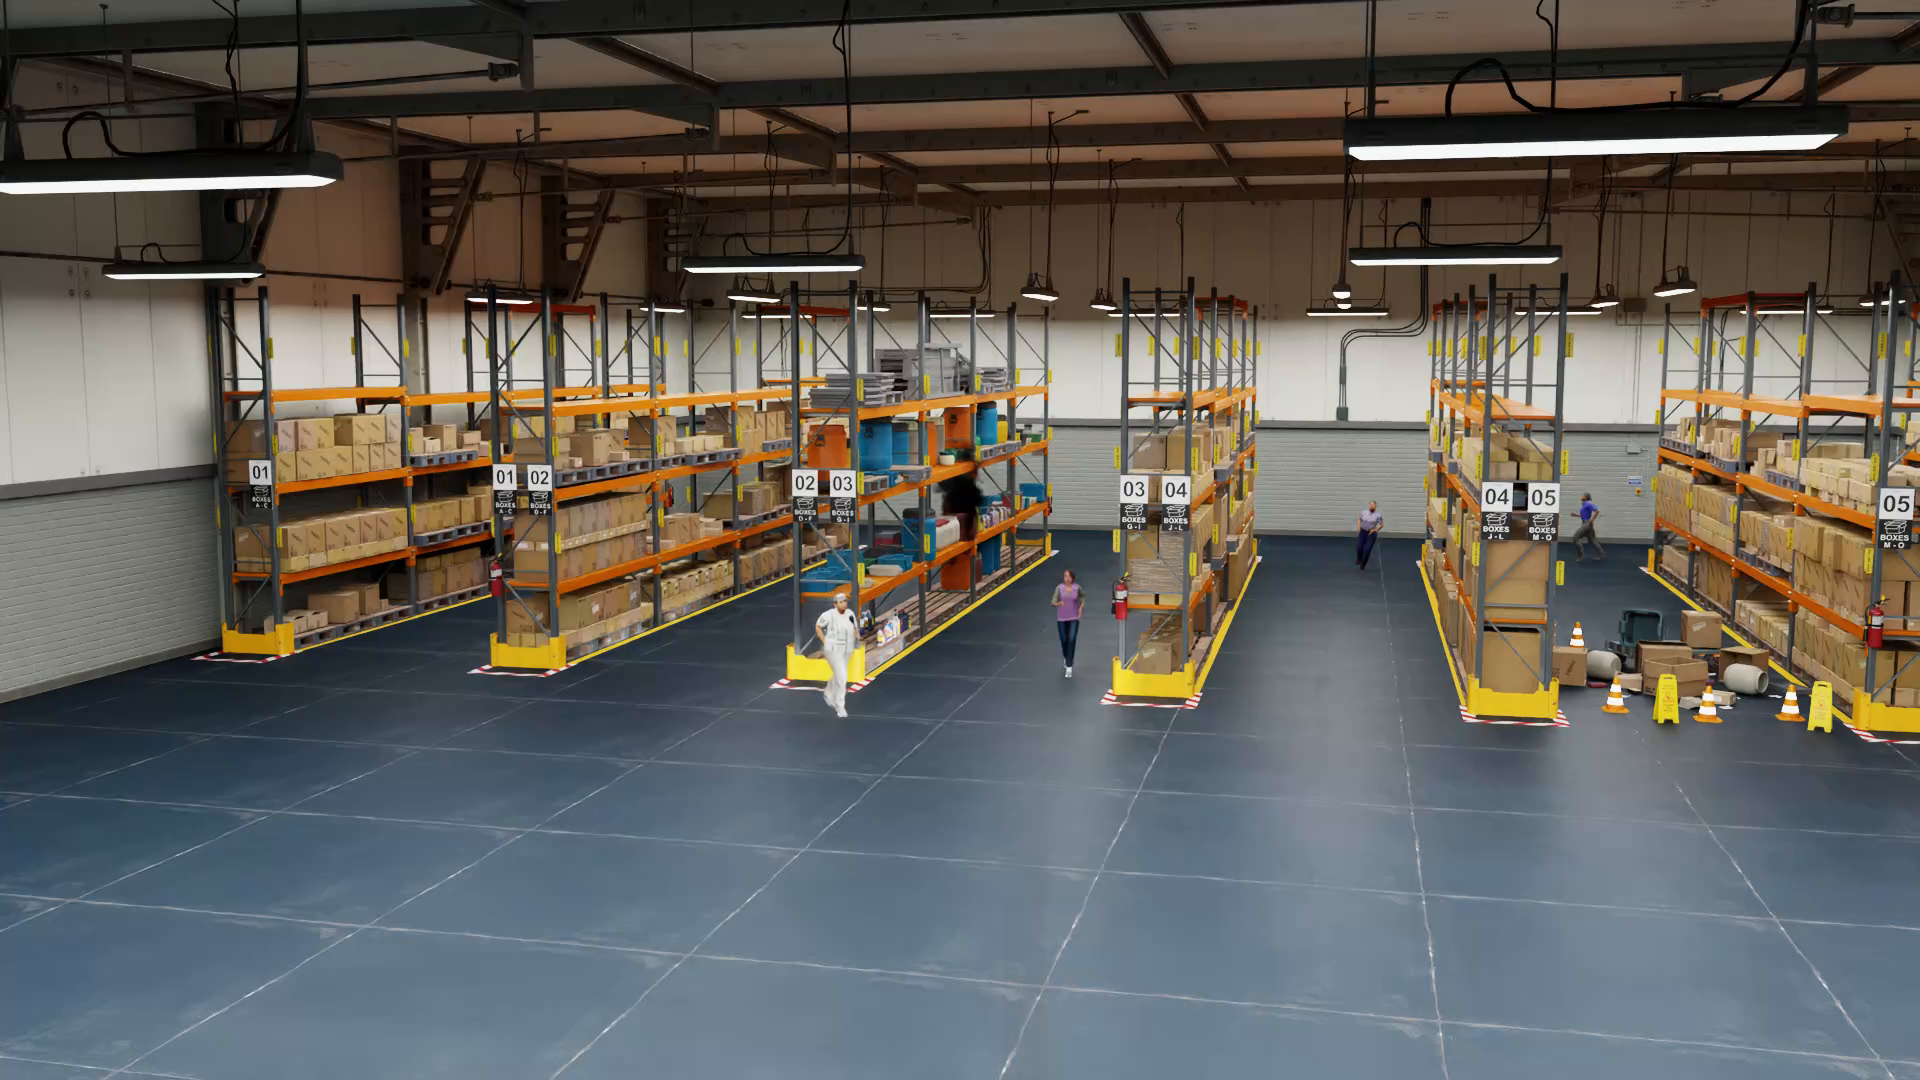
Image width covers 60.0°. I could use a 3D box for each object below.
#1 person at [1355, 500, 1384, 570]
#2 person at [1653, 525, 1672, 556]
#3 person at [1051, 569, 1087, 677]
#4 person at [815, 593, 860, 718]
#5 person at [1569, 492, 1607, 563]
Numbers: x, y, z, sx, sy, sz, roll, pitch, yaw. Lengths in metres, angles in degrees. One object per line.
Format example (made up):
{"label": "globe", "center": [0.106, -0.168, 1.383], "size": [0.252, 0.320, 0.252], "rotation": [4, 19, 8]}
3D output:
{"label": "person", "center": [9.293, -0.108, 37.772], "size": [0.629, 1.597, 0.532], "rotation": [3, 7, 22]}
{"label": "person", "center": [16.313, -0.265, 38.546], "size": [0.708, 1.718, 0.758], "rotation": [6, 9, 42]}
{"label": "person", "center": [1.667, 1.248, 25.614], "size": [0.532, 1.612, 0.799], "rotation": [1, 7, 10]}
{"label": "person", "center": [-1.673, 1.558, 22.938], "size": [0.576, 1.707, 0.786], "rotation": [-5, 8, -39]}
{"label": "person", "center": [14.688, -0.264, 38.879], "size": [0.878, 1.677, 0.586], "rotation": [2, 7, 20]}
